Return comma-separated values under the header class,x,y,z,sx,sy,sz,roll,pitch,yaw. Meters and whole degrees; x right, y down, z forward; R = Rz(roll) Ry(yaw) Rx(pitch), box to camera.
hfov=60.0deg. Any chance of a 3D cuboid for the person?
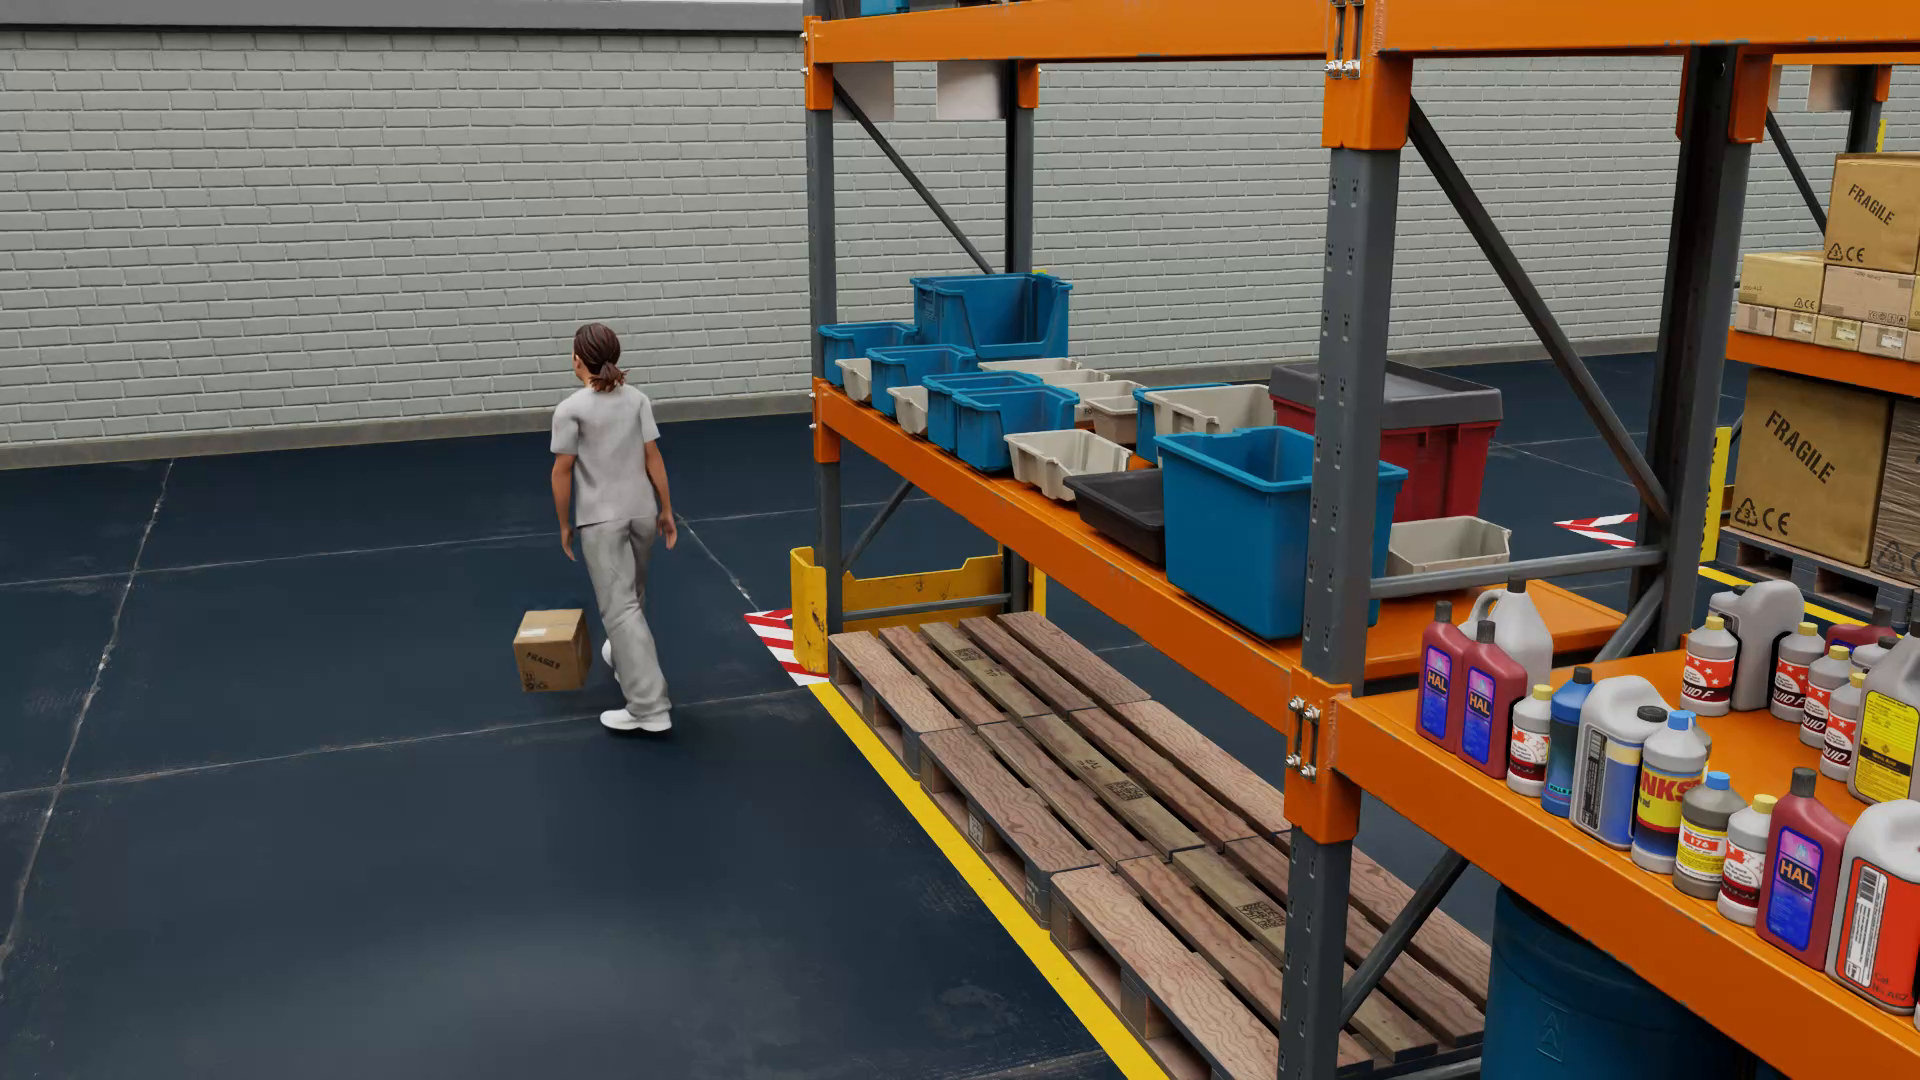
class,x,y,z,sx,sy,sz,roll,pitch,yaw
person,-1.445,-0.081,6.880,0.483,1.622,0.946,-12,20,-37
